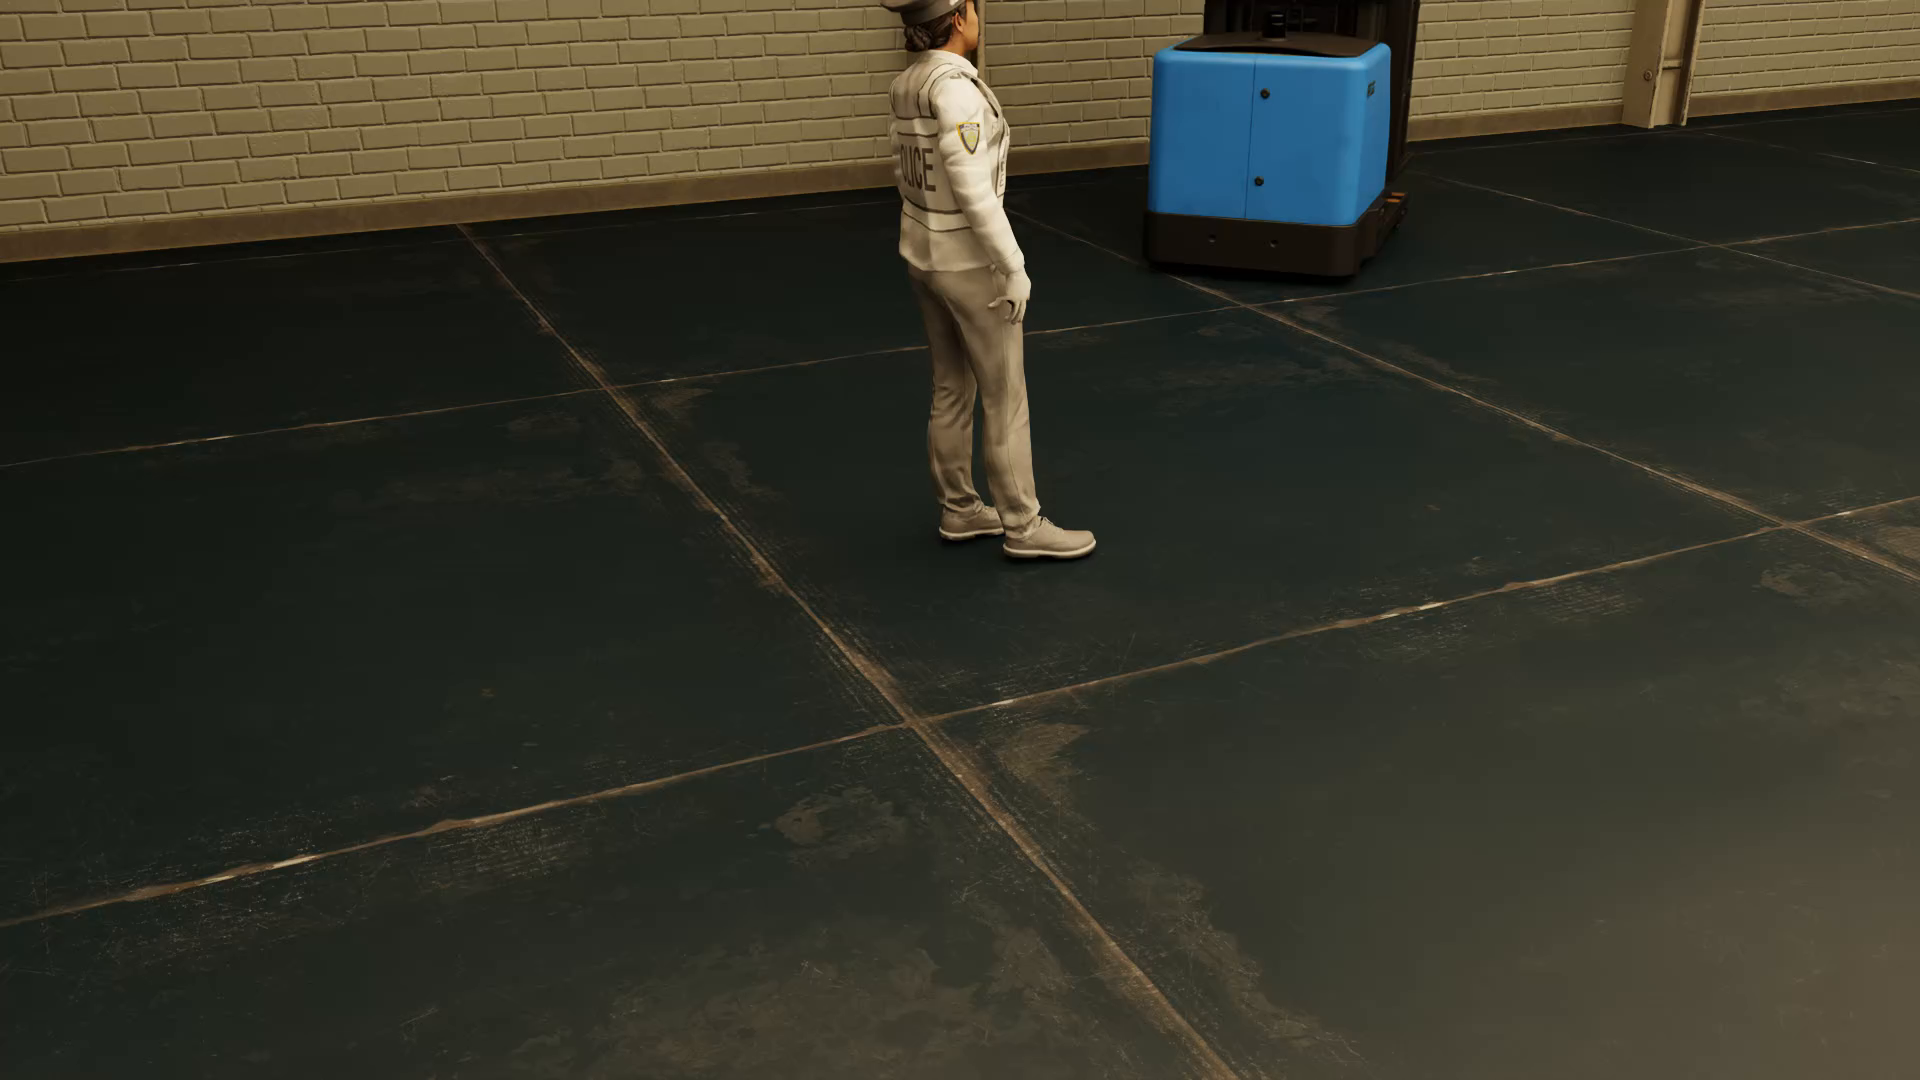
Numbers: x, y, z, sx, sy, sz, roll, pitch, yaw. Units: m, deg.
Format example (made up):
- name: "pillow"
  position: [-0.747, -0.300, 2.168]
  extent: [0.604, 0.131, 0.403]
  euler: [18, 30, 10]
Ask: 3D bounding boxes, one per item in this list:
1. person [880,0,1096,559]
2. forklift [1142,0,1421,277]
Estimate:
- name: "person"
  position: [0.063, -0.798, 4.800]
  extent: [0.533, 1.696, 0.588]
  euler: [-10, 25, -23]
- name: "forklift"
  position: [1.923, -3.150, 8.869]
  extent: [1.130, 2.935, 3.031]
  euler: [9, 24, 20]
